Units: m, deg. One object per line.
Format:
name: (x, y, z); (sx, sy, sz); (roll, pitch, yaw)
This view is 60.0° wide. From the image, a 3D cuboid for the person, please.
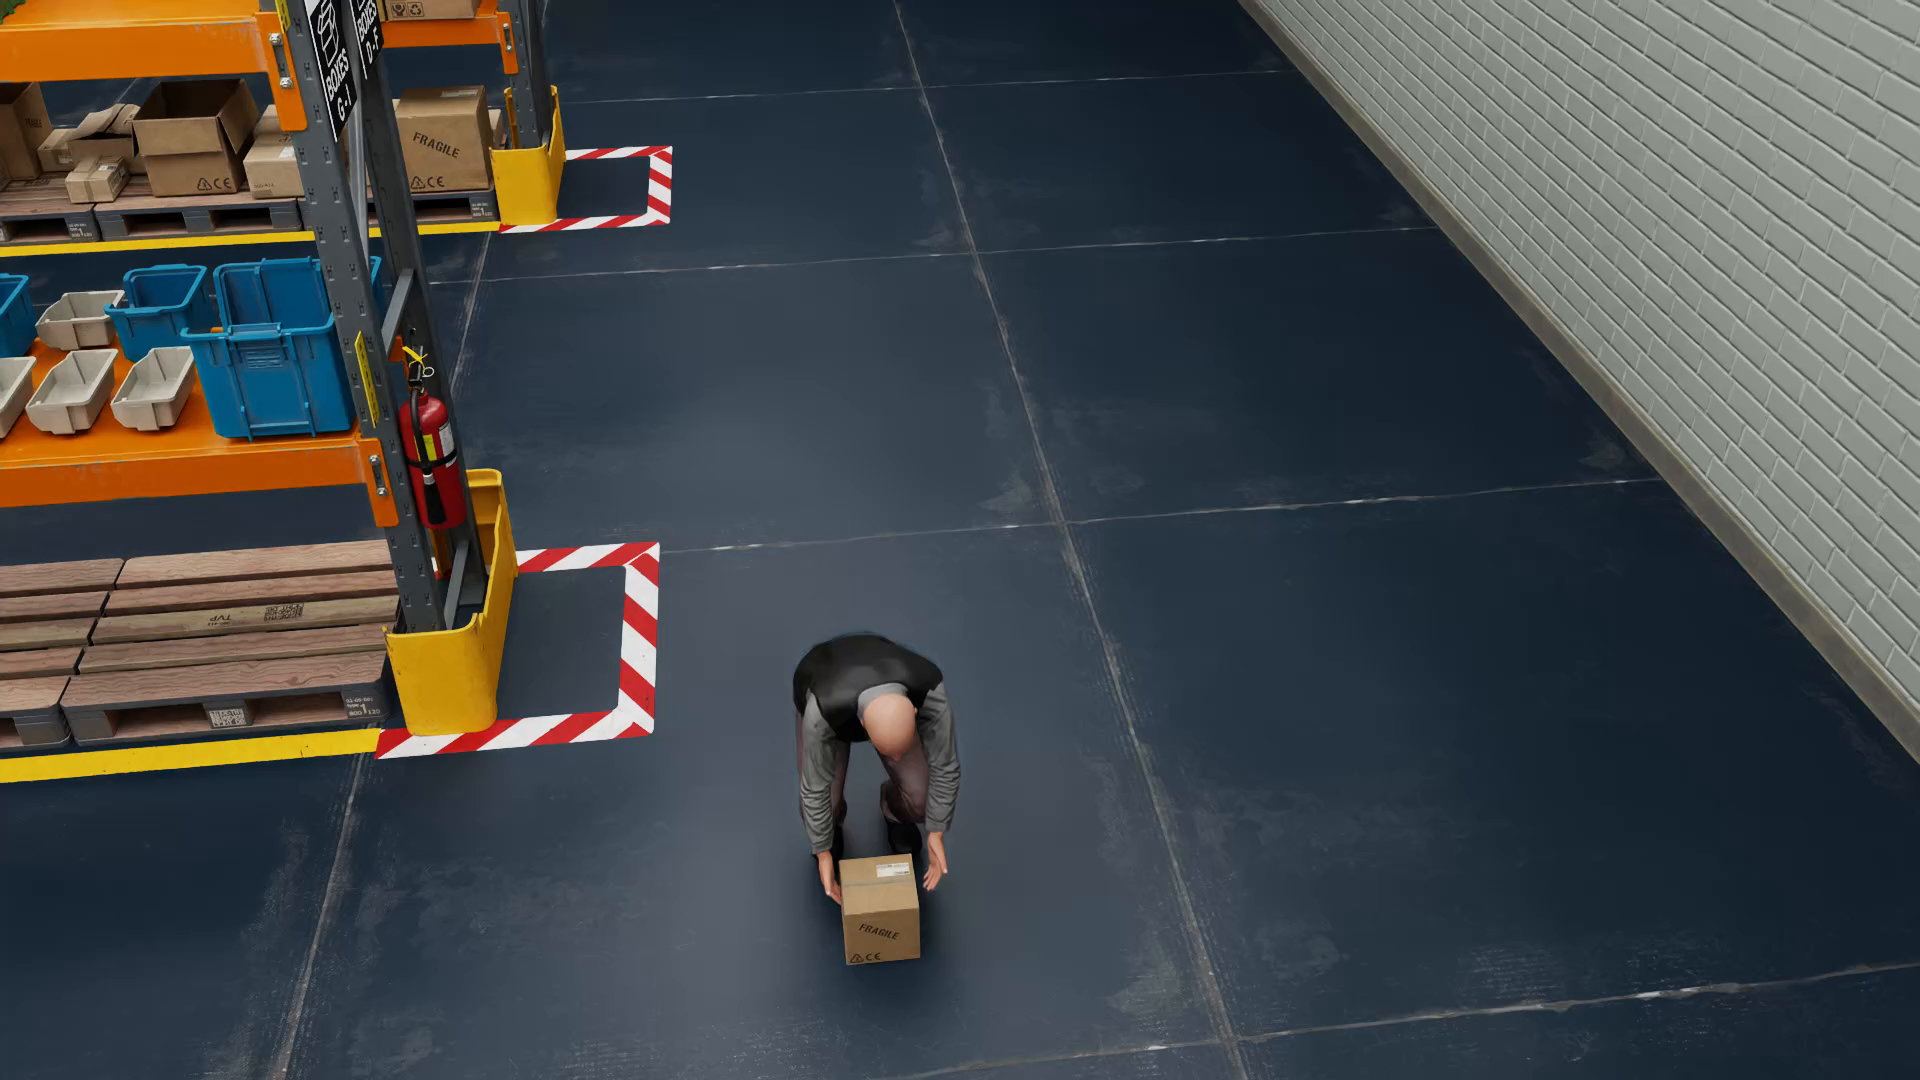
person: (-0.296, 0.729, 5.741); (0.553, 1.008, 0.853); (-4, 35, -6)
